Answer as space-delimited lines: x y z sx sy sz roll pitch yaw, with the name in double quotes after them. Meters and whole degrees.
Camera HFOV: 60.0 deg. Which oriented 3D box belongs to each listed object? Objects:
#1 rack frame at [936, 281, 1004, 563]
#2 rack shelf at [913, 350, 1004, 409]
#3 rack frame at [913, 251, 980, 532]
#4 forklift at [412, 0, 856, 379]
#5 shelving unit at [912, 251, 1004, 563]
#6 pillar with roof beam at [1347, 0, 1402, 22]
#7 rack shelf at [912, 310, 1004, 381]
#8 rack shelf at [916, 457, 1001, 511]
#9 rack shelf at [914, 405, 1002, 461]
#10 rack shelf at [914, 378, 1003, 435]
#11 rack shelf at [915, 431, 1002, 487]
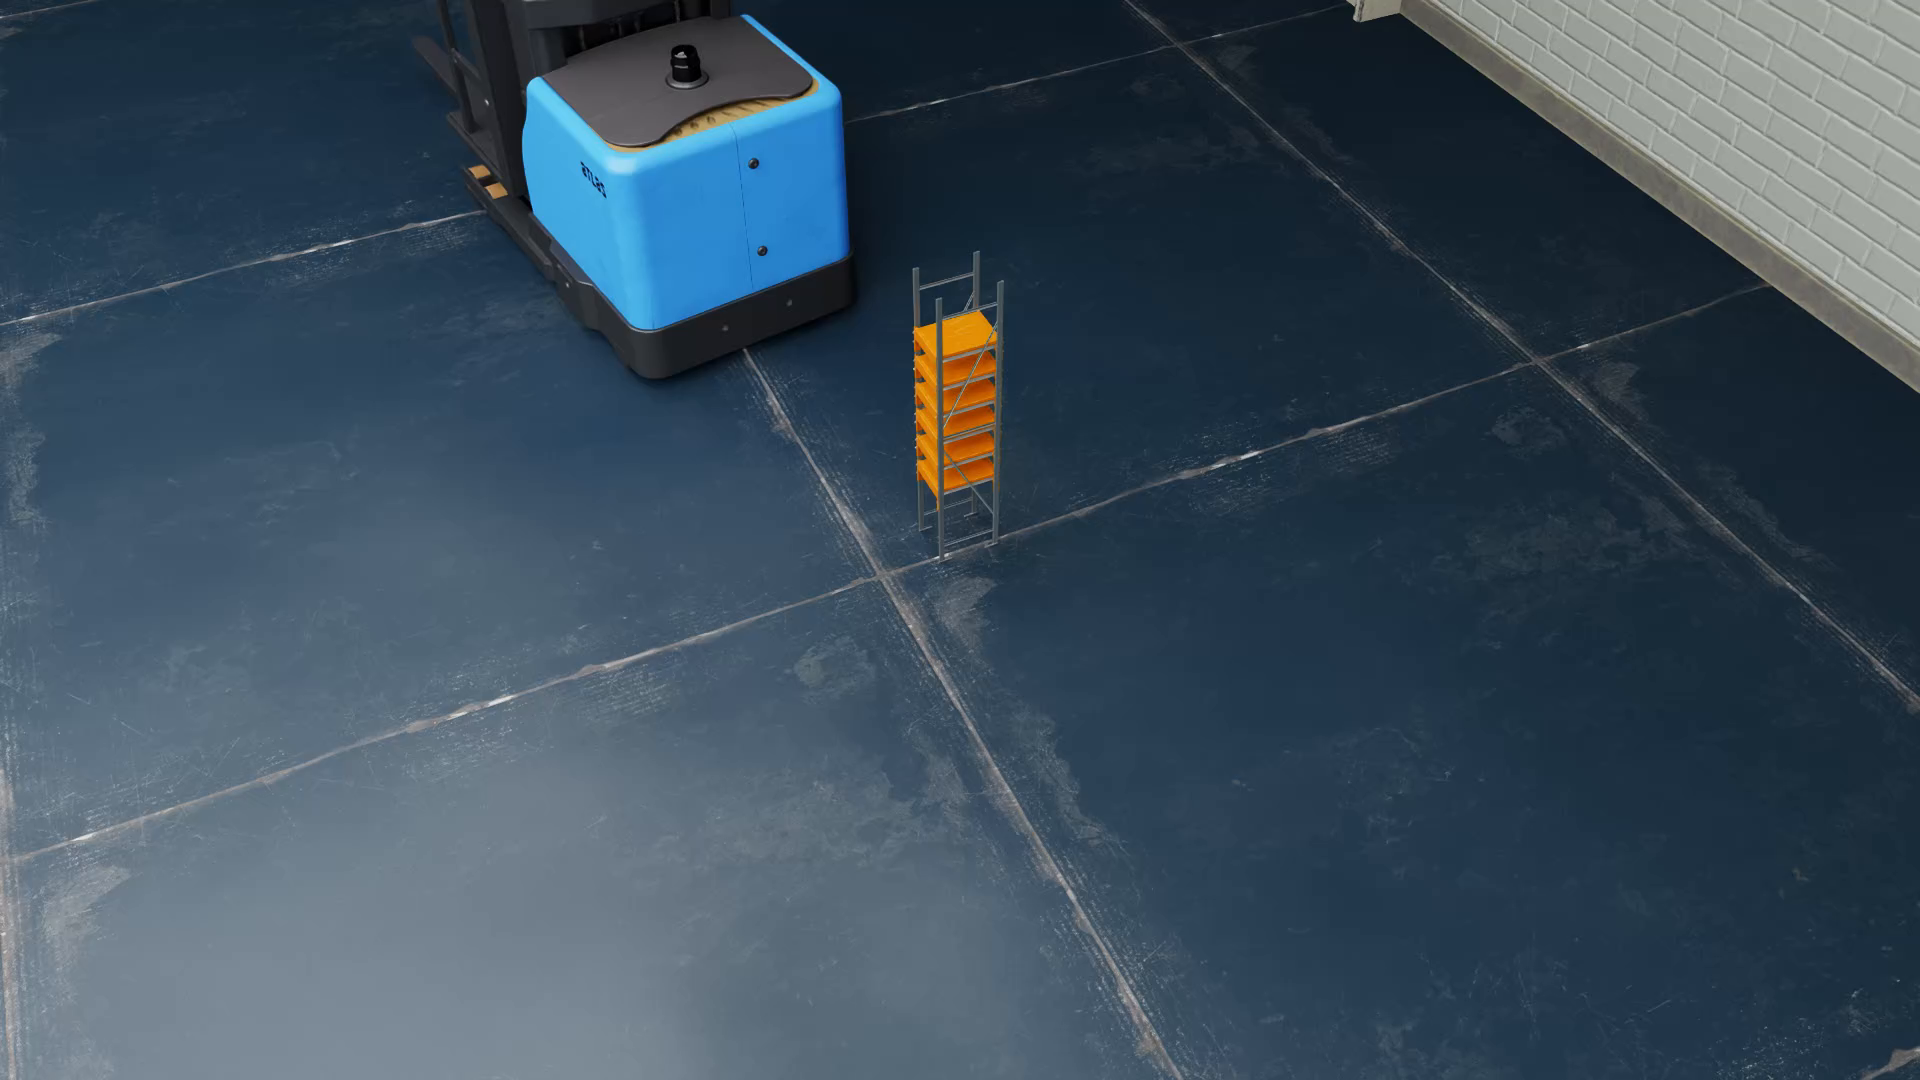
0.032 -0.378 5.779 0.240 1.200 0.006 -18 47 -17 "rack frame"
-0.006 -0.576 5.701 0.258 0.103 0.180 -18 47 -17 "rack shelf"
-0.045 -0.495 5.897 0.240 1.200 0.006 -18 47 -17 "rack frame"
-1.691 -2.710 6.910 1.130 2.935 3.031 -25 50 -23 "forklift"
-0.006 -0.436 5.838 0.258 1.200 0.189 -18 47 -17 "shelving unit"
-1.663 -4.945 4.854 9.100 9.000 0.400 -18 47 -17 "pillar with roof beam"
-0.006 -0.661 5.616 0.258 0.103 0.180 -18 47 -17 "rack shelf"
-0.006 -0.234 6.038 0.258 0.103 0.180 -18 47 -17 "rack shelf"
-0.006 -0.405 5.869 0.258 0.103 0.180 -18 47 -17 "rack shelf"
-0.006 -0.490 5.785 0.258 0.103 0.180 -18 47 -17 "rack shelf"
-0.006 -0.319 5.953 0.258 0.103 0.180 -18 47 -17 "rack shelf"
